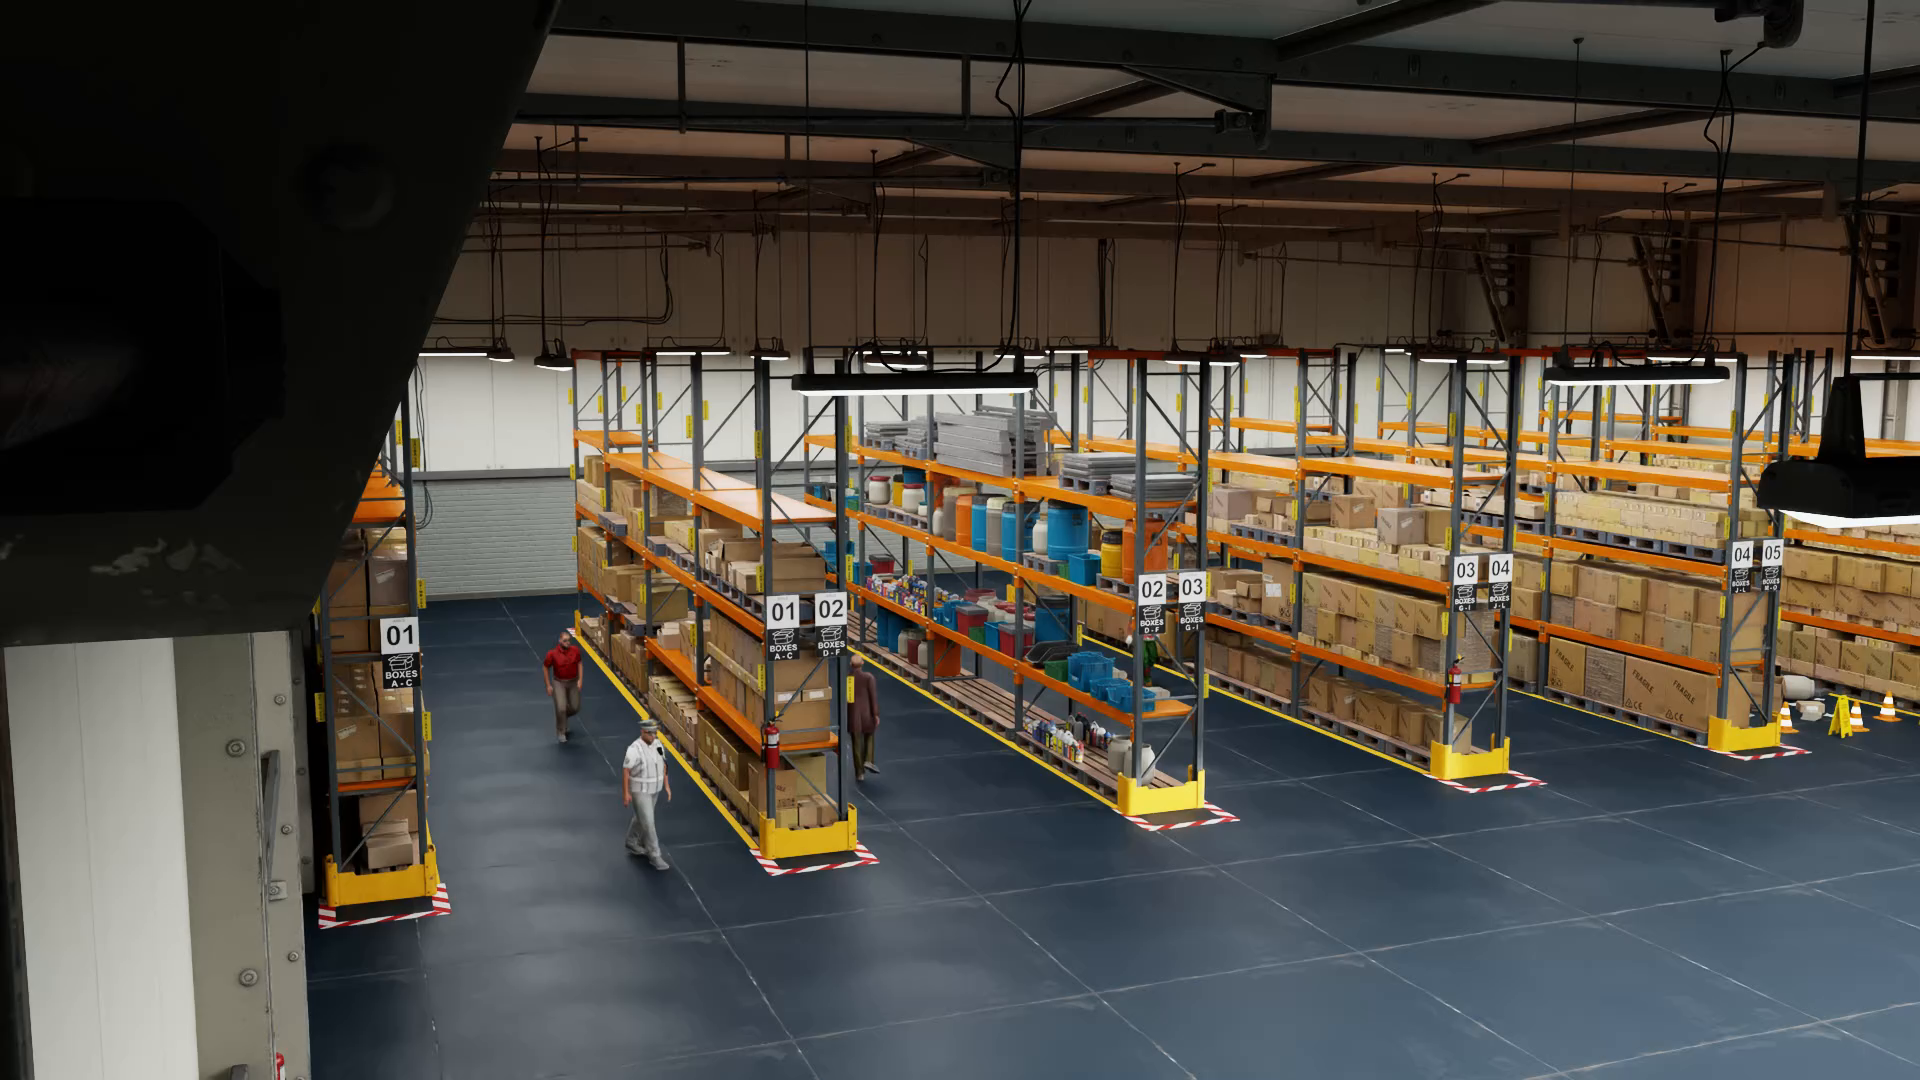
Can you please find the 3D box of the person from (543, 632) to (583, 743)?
[{"bbox_3d":[-6.232,2.264,26.045,0.626,1.711,0.659,-5,9,-35],"label":"person"}]

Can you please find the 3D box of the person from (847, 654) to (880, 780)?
[{"bbox_3d":[-1.443,2.501,23.671,0.593,1.763,0.552,-1,7,-6],"label":"person"}]

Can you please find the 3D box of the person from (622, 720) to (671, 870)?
[{"bbox_3d":[-3.729,2.989,19.923,0.945,1.708,0.571,4,8,30],"label":"person"}]

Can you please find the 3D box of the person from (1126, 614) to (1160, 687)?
[{"bbox_3d":[3.308,1.764,30.040,0.593,1.698,0.796,-1,7,-7],"label":"person"}]
